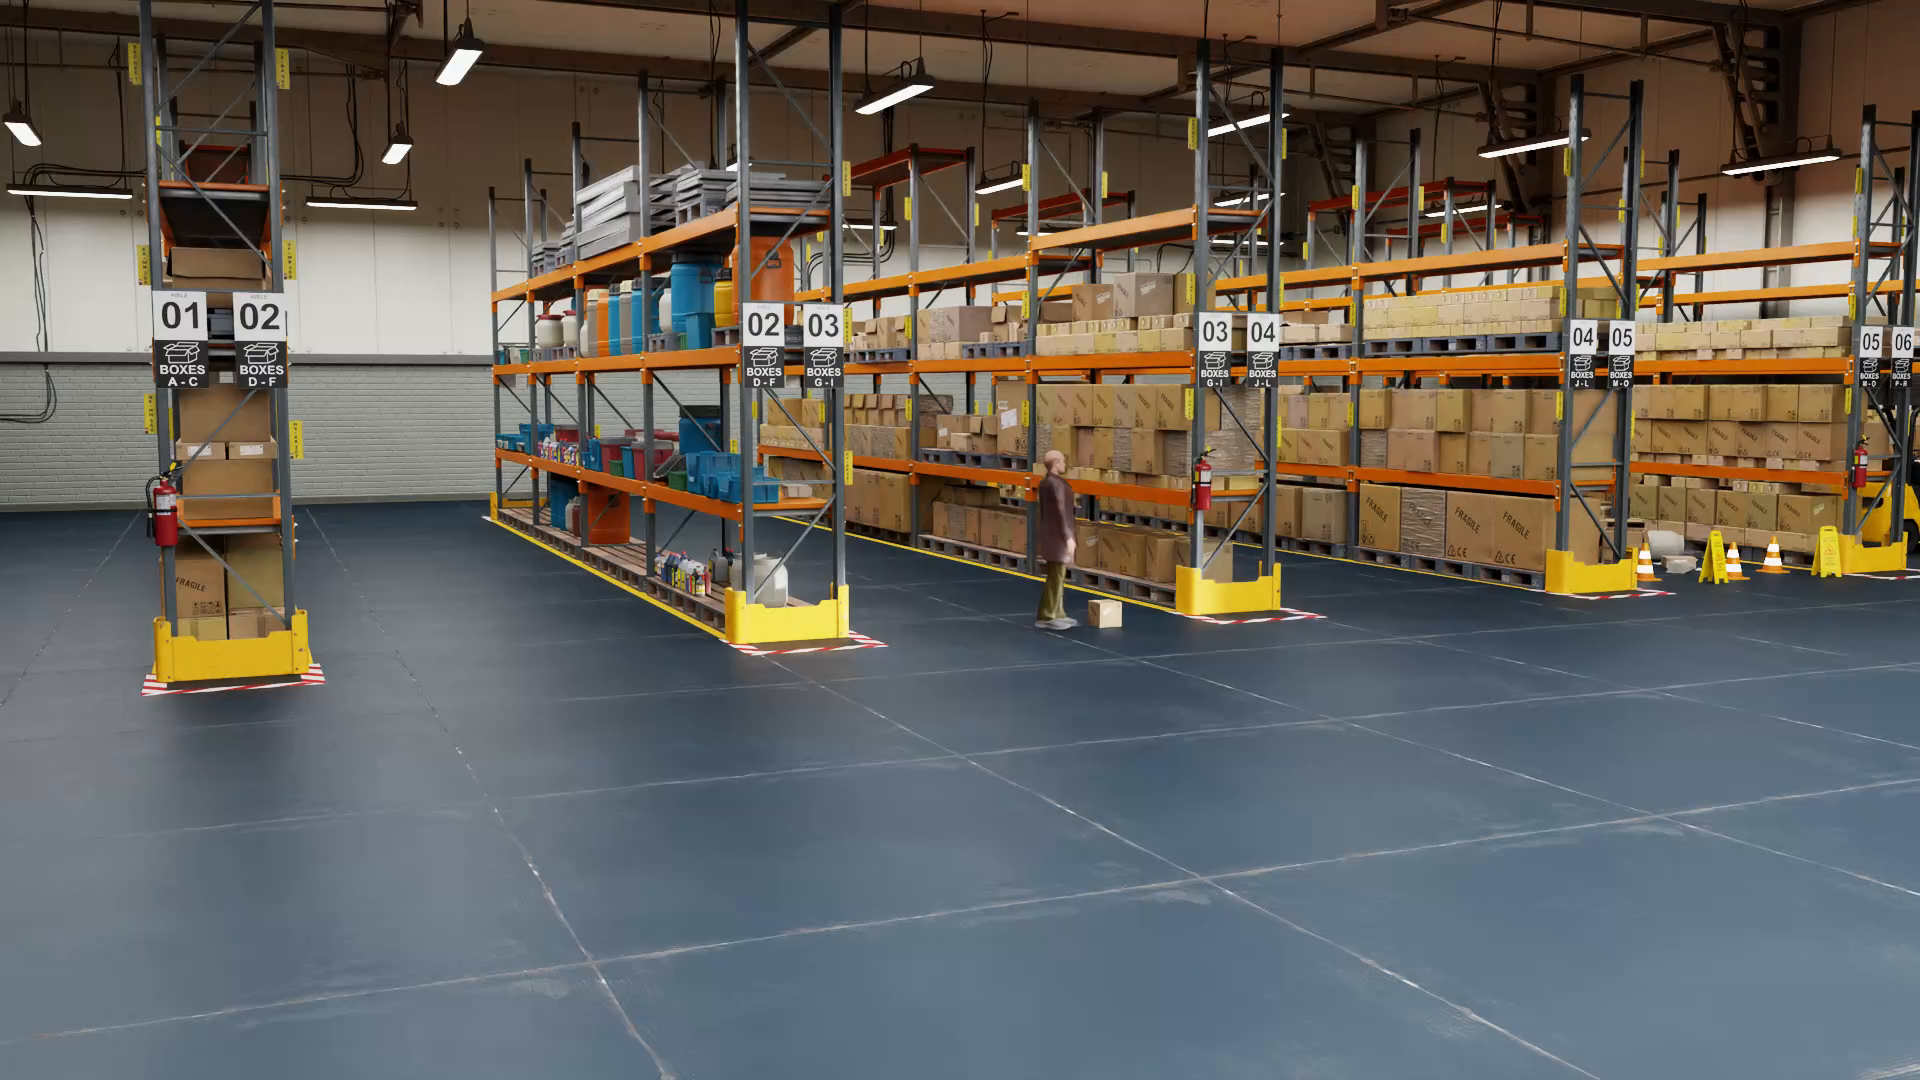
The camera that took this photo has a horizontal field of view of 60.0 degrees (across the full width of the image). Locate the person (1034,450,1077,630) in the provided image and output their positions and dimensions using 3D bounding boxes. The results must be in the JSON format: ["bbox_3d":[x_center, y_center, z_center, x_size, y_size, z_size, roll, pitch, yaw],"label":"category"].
[{"bbox_3d":[0.981,-0.003,16.608,0.495,1.782,0.643,-1,5,-12],"label":"person"}]
